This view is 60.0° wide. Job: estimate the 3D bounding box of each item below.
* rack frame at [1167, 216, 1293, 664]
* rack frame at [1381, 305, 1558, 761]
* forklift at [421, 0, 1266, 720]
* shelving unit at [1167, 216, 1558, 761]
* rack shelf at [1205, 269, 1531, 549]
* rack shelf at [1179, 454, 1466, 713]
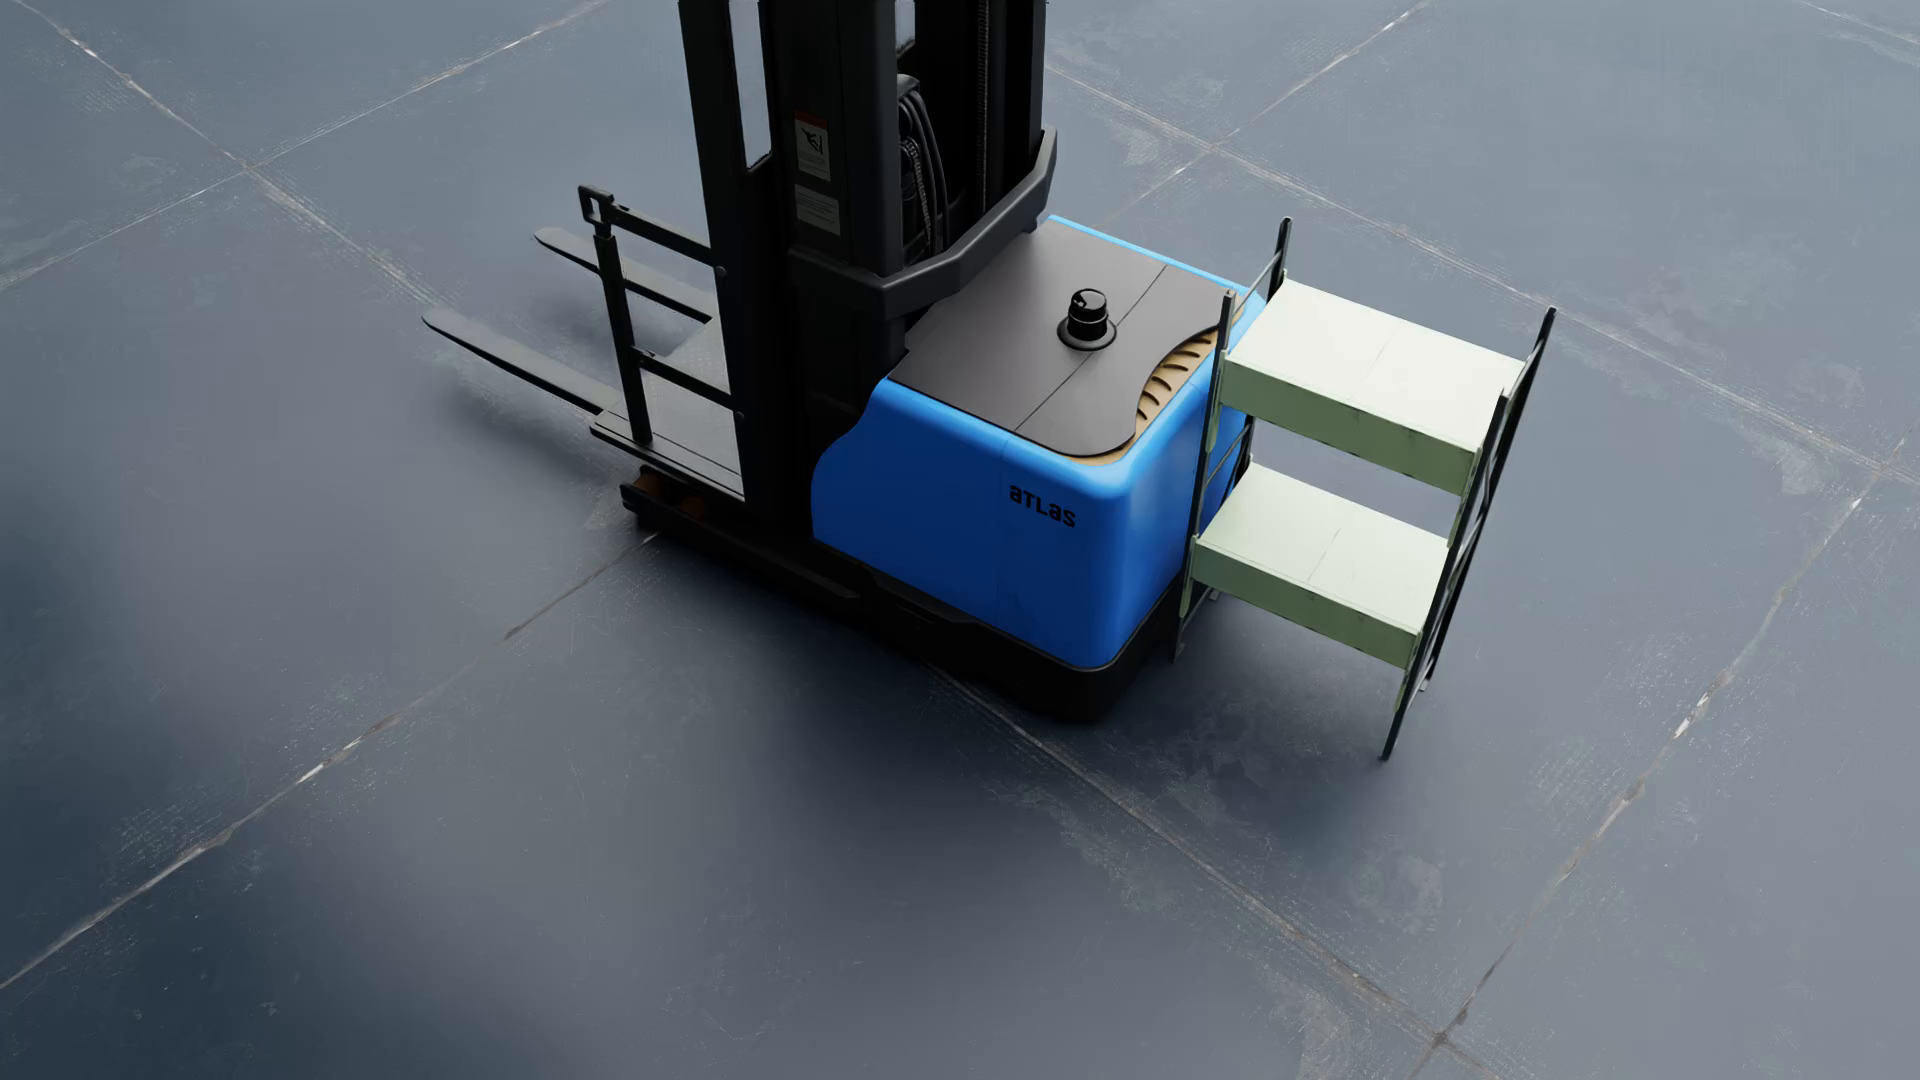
[{"bbox_3d":[0.786,-0.240,4.939,0.023,1.500,0.400,24,51,20],"label":"rack frame"},{"bbox_3d":[1.413,0.039,4.684,0.023,1.500,0.400,24,51,20],"label":"rack frame"},{"bbox_3d":[-0.570,-1.290,4.950,3.031,2.935,1.130,25,52,22],"label":"forklift"},{"bbox_3d":[1.100,-0.100,4.812,0.755,1.500,0.431,24,51,20],"label":"shelving unit"},{"bbox_3d":[1.102,-0.366,4.526,0.720,0.370,0.431,24,51,20],"label":"rack shelf"},{"bbox_3d":[1.098,0.122,5.050,0.720,0.370,0.431,24,51,20],"label":"rack shelf"}]
